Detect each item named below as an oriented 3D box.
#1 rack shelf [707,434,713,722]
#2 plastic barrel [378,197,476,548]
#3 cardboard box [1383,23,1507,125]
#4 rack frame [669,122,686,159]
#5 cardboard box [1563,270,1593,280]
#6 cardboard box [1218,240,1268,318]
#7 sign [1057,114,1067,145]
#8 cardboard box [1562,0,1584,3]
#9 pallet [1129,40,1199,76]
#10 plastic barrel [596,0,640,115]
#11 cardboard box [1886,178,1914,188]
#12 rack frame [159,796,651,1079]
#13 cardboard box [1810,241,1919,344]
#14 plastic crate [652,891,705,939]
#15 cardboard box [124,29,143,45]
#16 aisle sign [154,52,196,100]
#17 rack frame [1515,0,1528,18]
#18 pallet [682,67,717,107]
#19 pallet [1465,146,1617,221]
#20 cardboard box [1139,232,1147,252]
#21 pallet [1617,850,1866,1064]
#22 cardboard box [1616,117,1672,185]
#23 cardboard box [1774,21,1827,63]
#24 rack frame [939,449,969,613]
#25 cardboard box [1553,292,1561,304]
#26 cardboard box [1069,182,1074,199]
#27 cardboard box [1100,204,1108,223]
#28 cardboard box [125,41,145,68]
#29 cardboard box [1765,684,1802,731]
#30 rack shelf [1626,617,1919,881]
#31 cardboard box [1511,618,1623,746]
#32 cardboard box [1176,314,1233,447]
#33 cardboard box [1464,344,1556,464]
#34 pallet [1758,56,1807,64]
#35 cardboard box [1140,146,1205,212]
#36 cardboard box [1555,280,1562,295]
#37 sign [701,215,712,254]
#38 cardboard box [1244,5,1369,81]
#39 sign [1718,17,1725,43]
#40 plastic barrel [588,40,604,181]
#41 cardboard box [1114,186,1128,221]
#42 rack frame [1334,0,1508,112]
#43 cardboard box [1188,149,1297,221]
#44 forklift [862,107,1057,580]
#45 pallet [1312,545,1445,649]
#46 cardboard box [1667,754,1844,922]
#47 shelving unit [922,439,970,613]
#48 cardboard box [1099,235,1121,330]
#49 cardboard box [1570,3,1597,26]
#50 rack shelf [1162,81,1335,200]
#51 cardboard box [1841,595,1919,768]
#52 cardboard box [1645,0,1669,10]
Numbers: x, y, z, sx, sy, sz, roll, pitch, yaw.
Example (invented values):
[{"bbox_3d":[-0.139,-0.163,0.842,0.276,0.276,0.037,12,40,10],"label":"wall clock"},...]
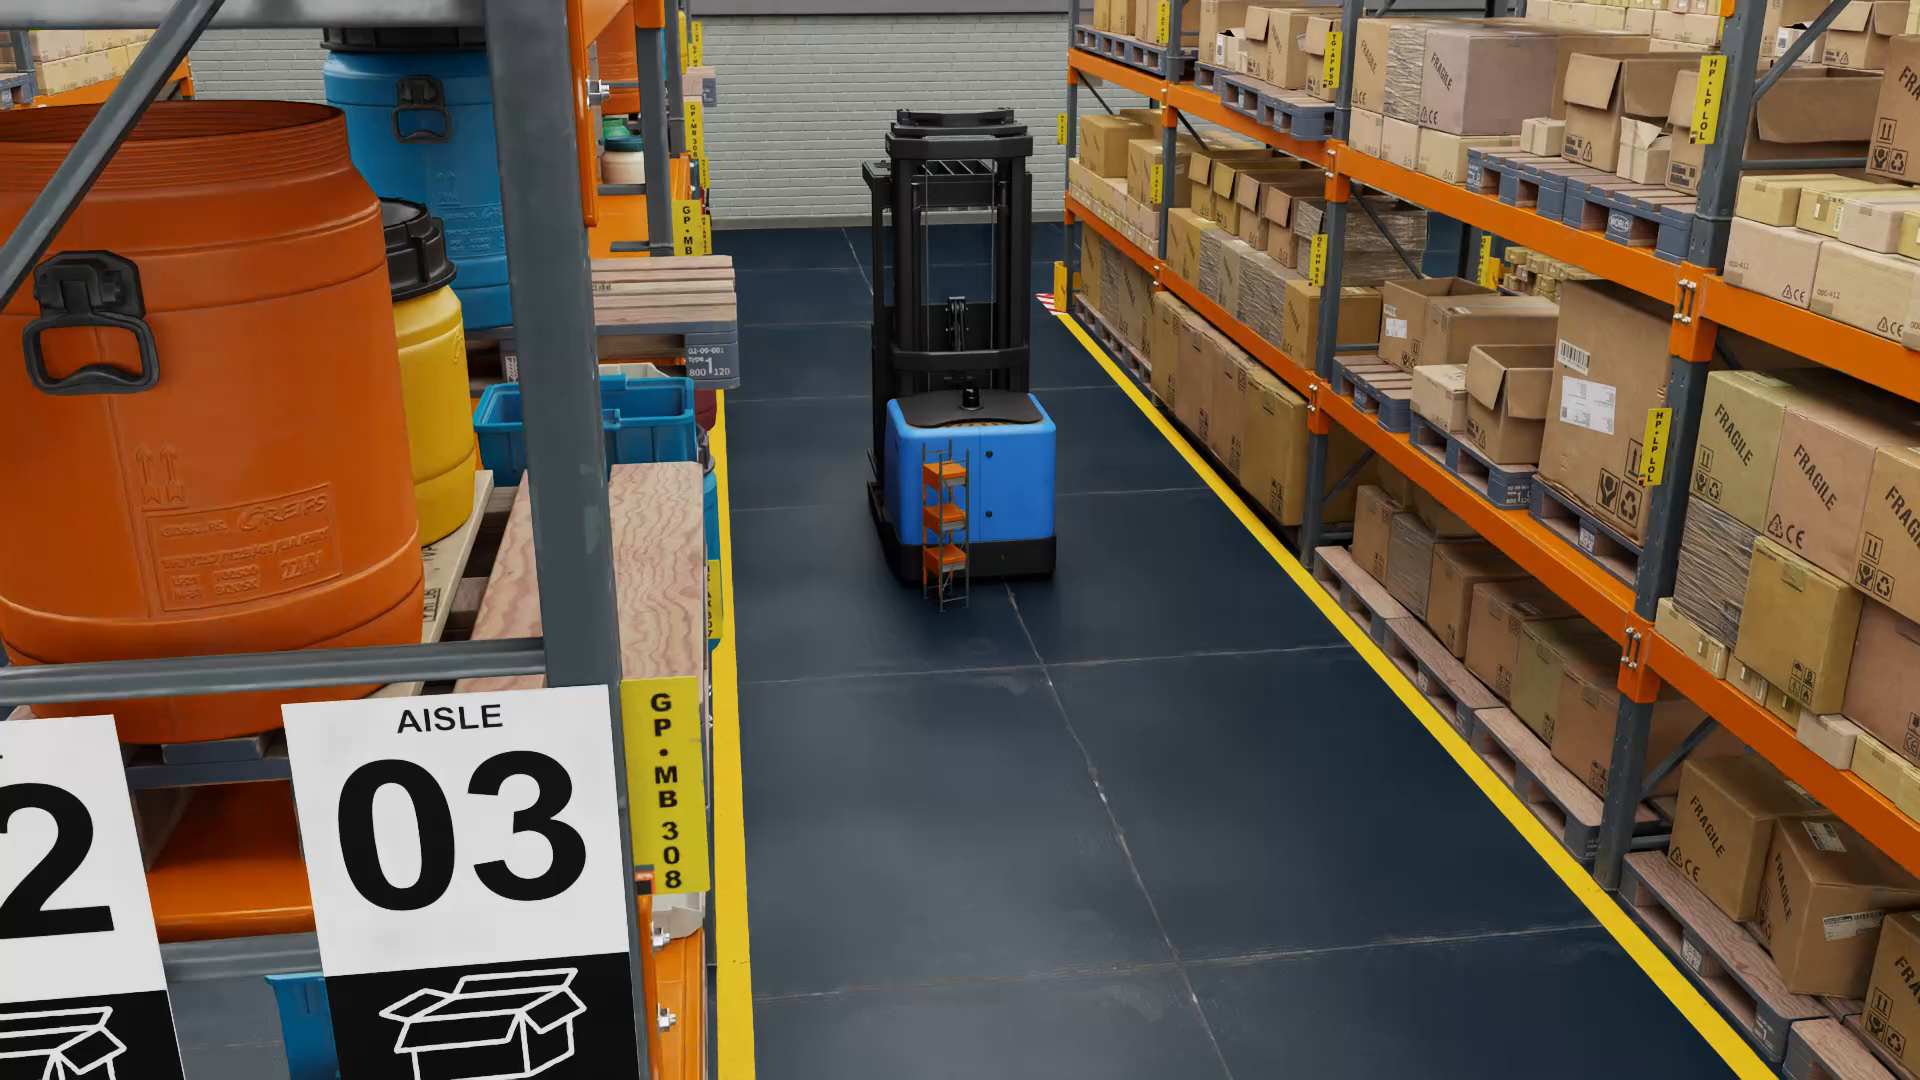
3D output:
[{"bbox_3d":[-1.805,0.029,8.379,1.077,0.370,4.000,-3,21,-8],"label":"rack shelf"},{"bbox_3d":[-1.230,-0.309,3.100,0.600,0.588,0.600,0,20,0],"label":"plastic barrel"},{"bbox_3d":[2.691,-2.585,9.205,0.500,0.500,0.500,-3,21,-7],"label":"cardboard box"},{"bbox_3d":[-2.093,-1.000,10.107,1.000,3.000,0.127,-3,21,-8],"label":"rack frame"},{"bbox_3d":[6.526,-2.722,17.341,0.380,0.149,0.250,-3,21,-7],"label":"cardboard box"},{"bbox_3d":[2.275,-1.984,12.598,0.500,0.500,0.500,-3,21,-7],"label":"cardboard box"},{"bbox_3d":[1.105,-4.437,17.958,0.100,0.325,0.005,-3,21,-8],"label":"sign"},{"bbox_3d":[6.419,-5.596,17.056,0.380,0.149,0.250,-3,21,-7],"label":"cardboard box"},{"bbox_3d":[2.124,-4.282,14.735,1.003,0.211,1.213,-3,21,-8],"label":"pallet"},{"bbox_3d":[-2.172,-3.000,9.961,0.600,0.830,0.708,-3,21,-8],"label":"plastic barrel"},{"bbox_3d":[3.718,-1.289,6.238,0.380,0.149,0.250,-2,21,-6],"label":"cardboard box"},{"bbox_3d":[-0.940,1.770,2.691,1.000,3.000,0.127,-3,21,-8],"label":"rack frame"},{"bbox_3d":[3.278,-0.848,5.628,0.500,0.250,0.500,-3,21,-8],"label":"cardboard box"},{"bbox_3d":[-1.032,1.058,4.974,0.530,0.136,0.437,-3,21,-8],"label":"plastic crate"},{"bbox_3d":[-7.681,-4.579,14.903,0.500,0.250,0.500,-3,21,-8],"label":"cardboard box"},{"bbox_3d":[-7.855,-4.779,16.508,0.394,0.787,0.004,-3,21,-8],"label":"aisle sign"},{"bbox_3d":[6.578,-7.046,17.719,1.000,3.000,0.127,-3,21,-8],"label":"rack frame"},{"bbox_3d":[-2.460,-3.435,12.610,1.213,0.211,1.003,-3,21,-8],"label":"pallet"},{"bbox_3d":[3.249,-1.760,8.124,1.213,0.211,1.003,-3,21,-8],"label":"pallet"},{"bbox_3d":[1.826,-2.696,15.006,0.380,0.149,0.250,-3,21,-7],"label":"cardboard box"},{"bbox_3d":[3.517,1.672,6.938,1.003,0.211,1.213,-3,21,-8],"label":"pallet"},{"bbox_3d":[3.150,-1.725,7.351,0.396,0.266,0.258,-2,21,-6],"label":"cardboard box"},{"bbox_3d":[7.073,-4.095,13.633,0.500,0.311,0.500,-3,21,-9],"label":"cardboard box"},{"bbox_3d":[-0.036,-0.050,10.351,0.200,1.050,0.008,-10,23,-24],"label":"rack frame"},{"bbox_3d":[6.557,-2.549,17.729,0.380,0.149,0.250,-3,21,-8],"label":"cardboard box"},{"bbox_3d":[1.380,-3.763,17.863,0.380,0.149,0.250,-3,21,-7],"label":"cardboard box"},{"bbox_3d":[1.603,-3.230,16.437,0.380,0.149,0.250,-3,21,-9],"label":"cardboard box"},{"bbox_3d":[-7.667,-4.346,14.992,0.500,0.250,0.500,-3,21,-8],"label":"cardboard box"},{"bbox_3d":[3.250,0.601,6.180,0.380,0.149,0.250,-3,21,-8],"label":"cardboard box"},{"bbox_3d":[3.673,1.164,5.340,1.077,0.370,4.000,-3,21,-8],"label":"rack shelf"},{"bbox_3d":[3.268,0.720,8.445,0.700,0.500,0.500,-3,21,-8],"label":"cardboard box"},{"bbox_3d":[2.473,-1.307,13.364,1.225,0.875,0.875,-4,21,-10],"label":"cardboard box"},{"bbox_3d":[3.044,-0.706,8.571,0.797,0.503,0.637,-1,20,-2],"label":"cardboard box"},{"bbox_3d":[7.138,-3.948,13.982,1.213,0.211,1.003,-3,21,-8],"label":"pallet"},{"bbox_3d":[1.901,-3.201,14.717,0.500,0.500,0.500,-2,21,-6],"label":"cardboard box"},{"bbox_3d":[6.568,-2.682,17.659,0.380,0.149,0.250,-4,21,-10],"label":"cardboard box"},{"bbox_3d":[-2.125,-2.542,13.839,0.100,0.325,0.005,-3,21,-8],"label":"sign"},{"bbox_3d":[2.493,-3.607,12.051,0.797,0.503,0.637,-3,21,-8],"label":"cardboard box"},{"bbox_3d":[6.619,-4.468,14.365,0.100,0.325,0.005,-3,21,-8],"label":"sign"},{"bbox_3d":[-2.189,-2.345,8.704,0.600,0.901,0.600,0,20,0],"label":"plastic barrel"},{"bbox_3d":[1.758,-3.200,15.785,0.500,0.250,0.500,-2,21,-7],"label":"cardboard box"},{"bbox_3d":[2.808,-4.061,9.727,1.000,3.000,0.127,-3,21,-8],"label":"rack frame"},{"bbox_3d":[2.332,-2.931,13.700,0.797,0.503,0.637,-3,21,-9],"label":"cardboard box"},{"bbox_3d":[-0.093,-1.591,11.787,1.130,2.935,3.031,-3,21,-8],"label":"forklift"},{"bbox_3d":[2.919,0.327,10.539,1.003,0.211,1.213,-3,21,-8],"label":"pallet"},{"bbox_3d":[3.403,1.250,7.056,0.500,0.500,0.500,-4,21,-9],"label":"cardboard box"},{"bbox_3d":[-0.089,-0.089,10.454,0.215,1.050,0.252,-10,23,-24],"label":"shelving unit"},{"bbox_3d":[1.958,-2.689,17.064,0.875,0.875,0.875,-3,21,-8],"label":"cardboard box"},{"bbox_3d":[6.521,-5.283,16.787,0.500,0.250,0.500,-3,21,-7],"label":"cardboard box"},{"bbox_3d":[2.520,-3.011,12.231,1.077,0.370,4.000,-3,21,-8],"label":"rack shelf"},{"bbox_3d":[3.598,0.450,5.655,0.875,0.500,0.500,-3,21,-8],"label":"cardboard box"},{"bbox_3d":[6.680,-5.061,15.623,0.380,0.149,0.250,-4,21,-10],"label":"cardboard box"}]
